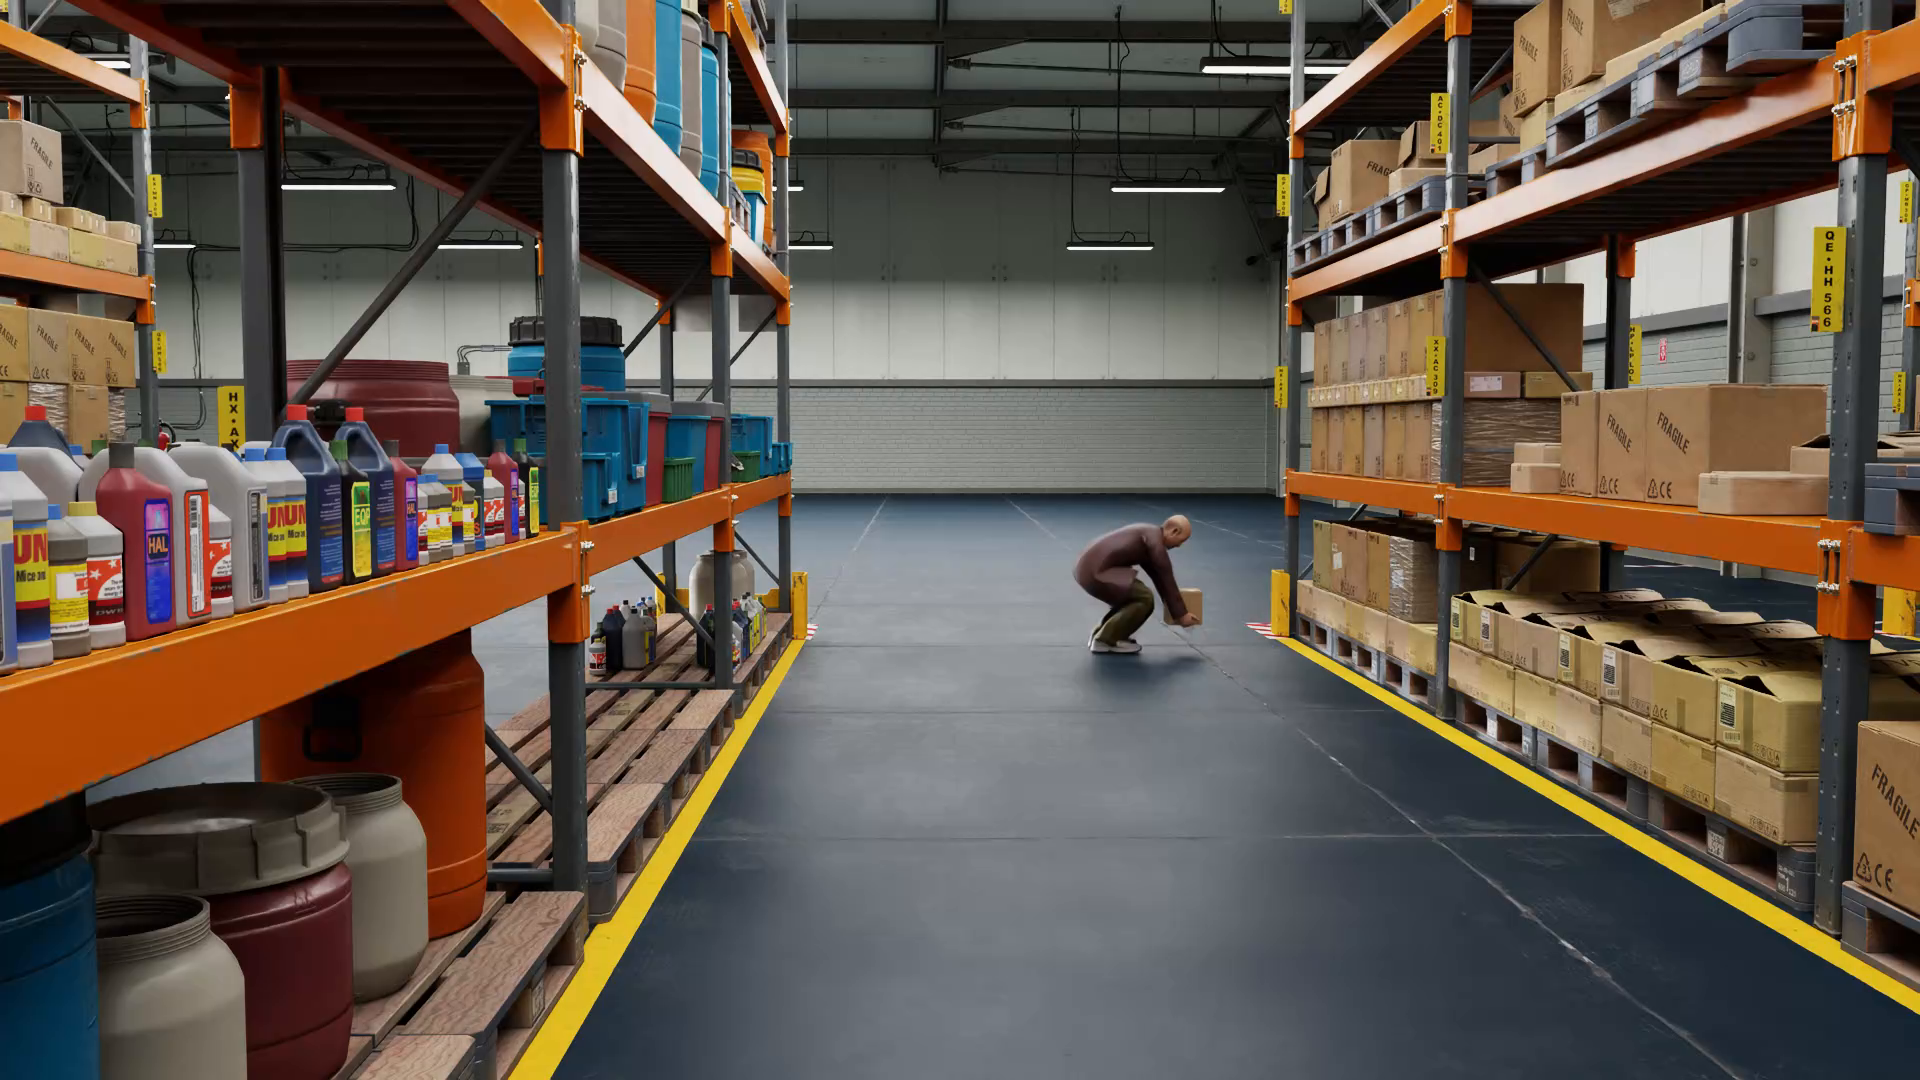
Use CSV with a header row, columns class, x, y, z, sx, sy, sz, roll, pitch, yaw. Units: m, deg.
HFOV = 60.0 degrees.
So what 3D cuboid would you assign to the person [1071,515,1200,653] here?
class,x,y,z,sx,sy,sz,roll,pitch,yaw
person,1.292,0.324,12.287,0.938,0.995,0.585,0,4,-3
